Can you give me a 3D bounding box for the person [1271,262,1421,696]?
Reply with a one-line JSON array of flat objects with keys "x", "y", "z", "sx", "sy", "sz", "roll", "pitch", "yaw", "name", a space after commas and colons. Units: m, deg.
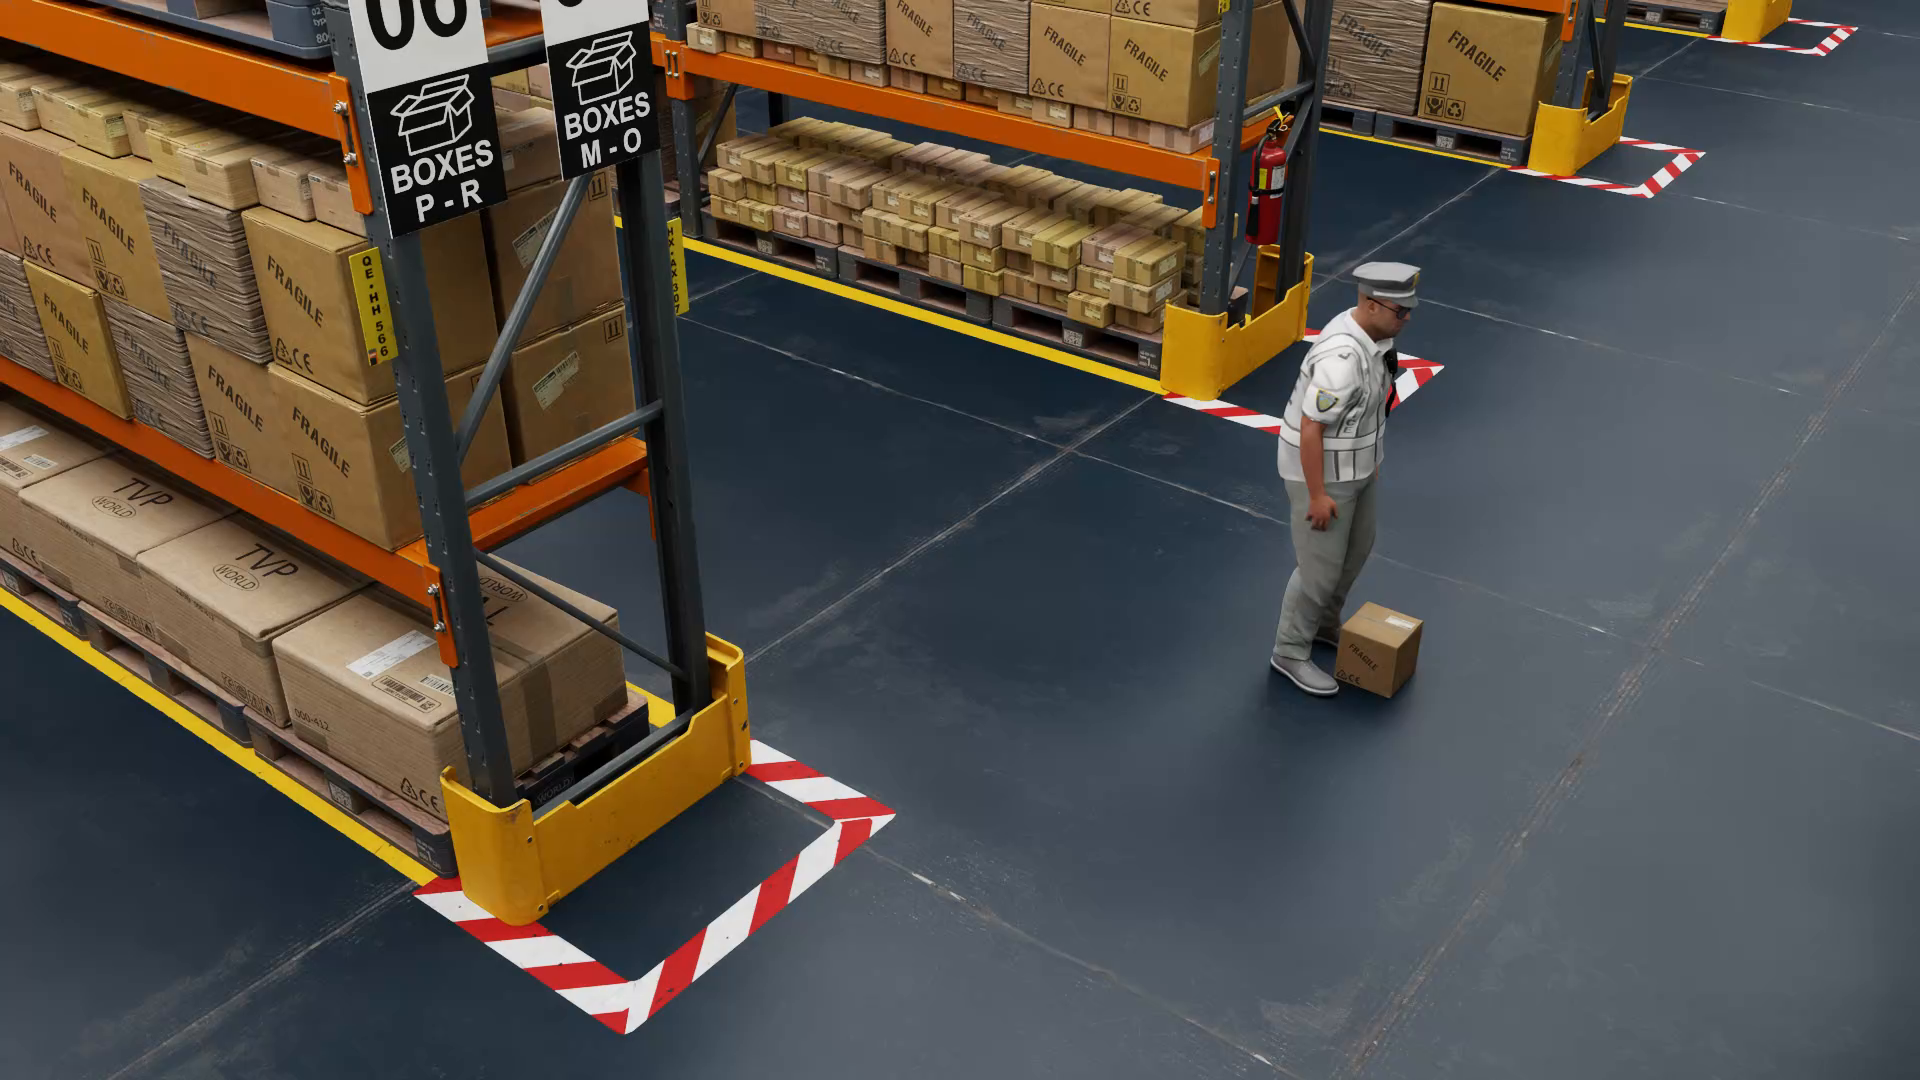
[{"x": 1.493, "y": -0.278, "z": 6.594, "sx": 0.436, "sy": 1.746, "sz": 0.589, "roll": 19, "pitch": 36, "yaw": 29, "name": "person"}]
